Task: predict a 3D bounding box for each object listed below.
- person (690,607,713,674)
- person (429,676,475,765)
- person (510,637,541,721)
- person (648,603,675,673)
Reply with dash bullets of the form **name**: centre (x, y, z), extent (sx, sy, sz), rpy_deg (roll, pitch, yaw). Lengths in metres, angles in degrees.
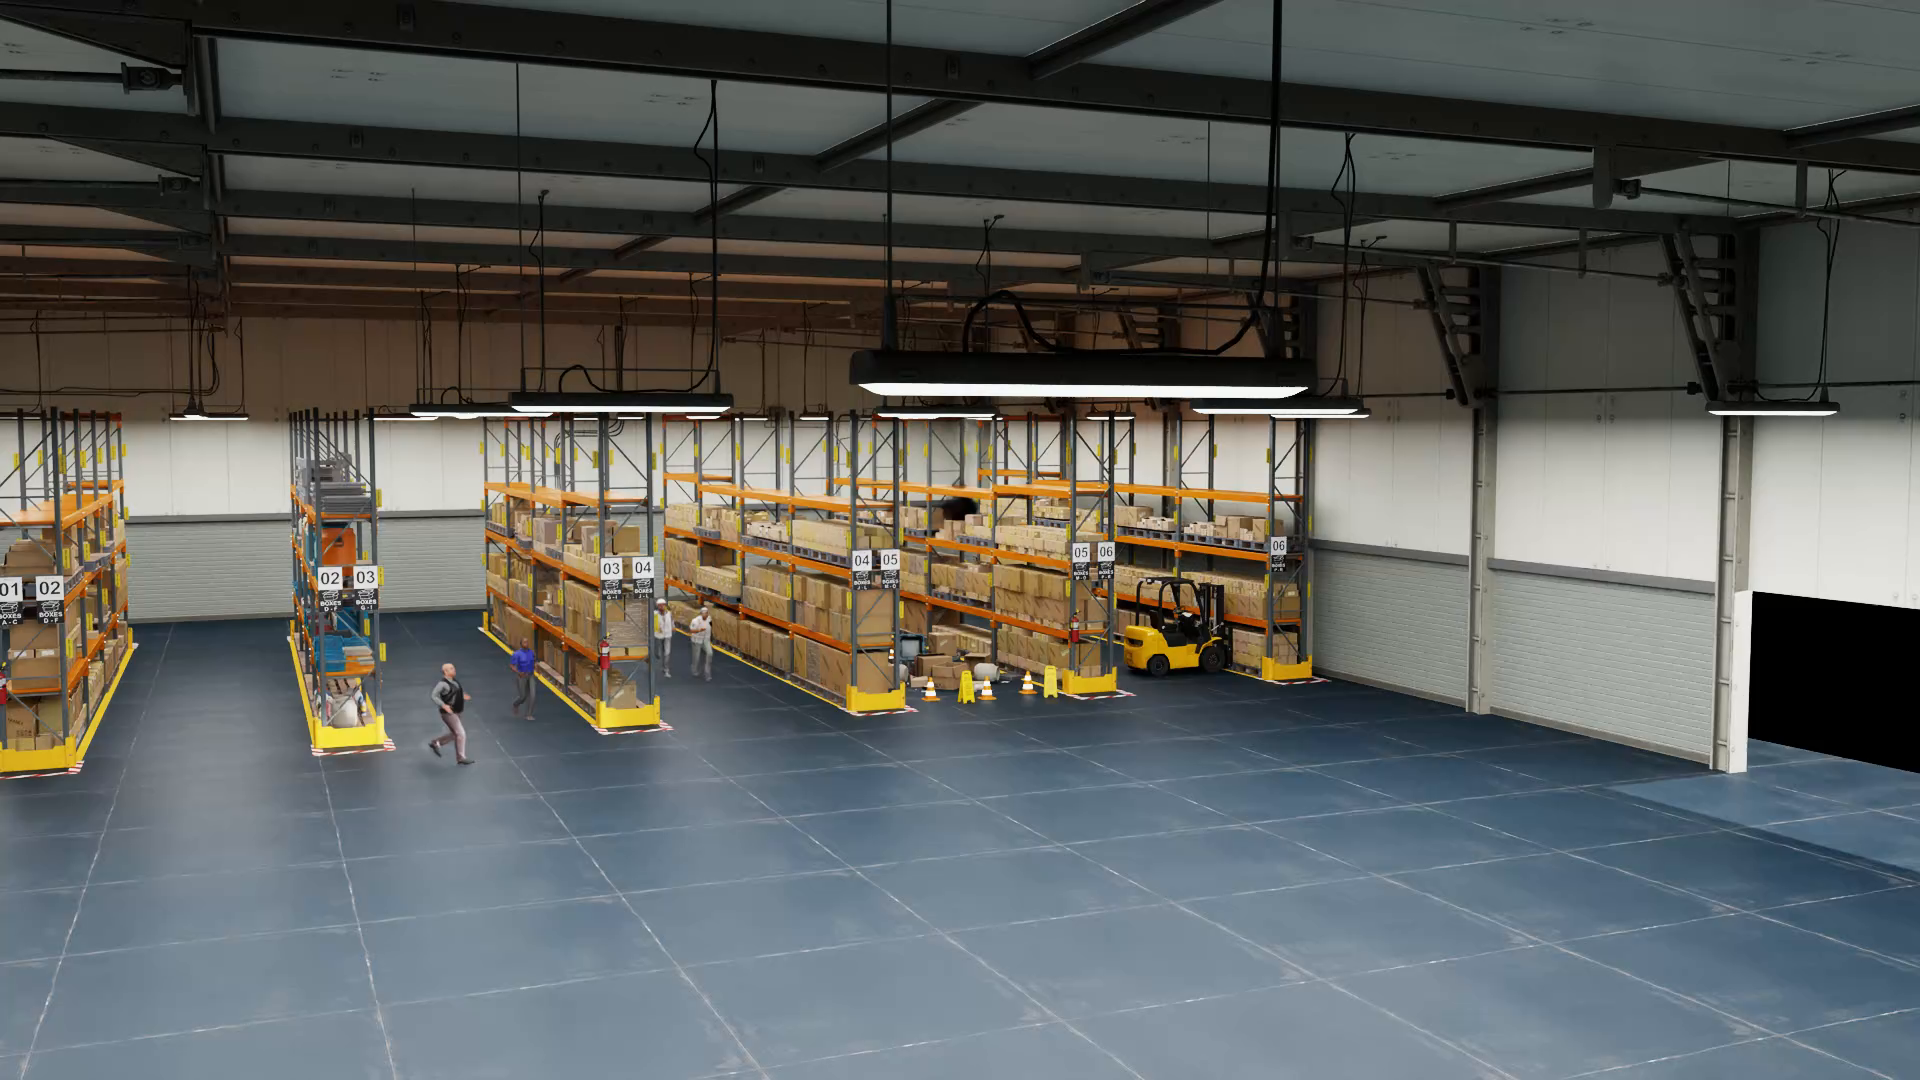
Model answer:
- **person**: centre (-5.817, 2.219, 37.213), extent (0.570, 1.485, 0.818), rpy_deg (-2, 4, -27)
- **person**: centre (-8.564, 3.018, 27.929), extent (0.876, 1.495, 0.669), rpy_deg (1, 4, 9)
- **person**: centre (-8.401, 2.674, 32.126), extent (0.575, 1.593, 0.595), rpy_deg (-4, 5, -42)
- **person**: centre (-6.779, 2.192, 37.759), extent (0.670, 1.645, 0.794), rpy_deg (-2, 5, -29)
